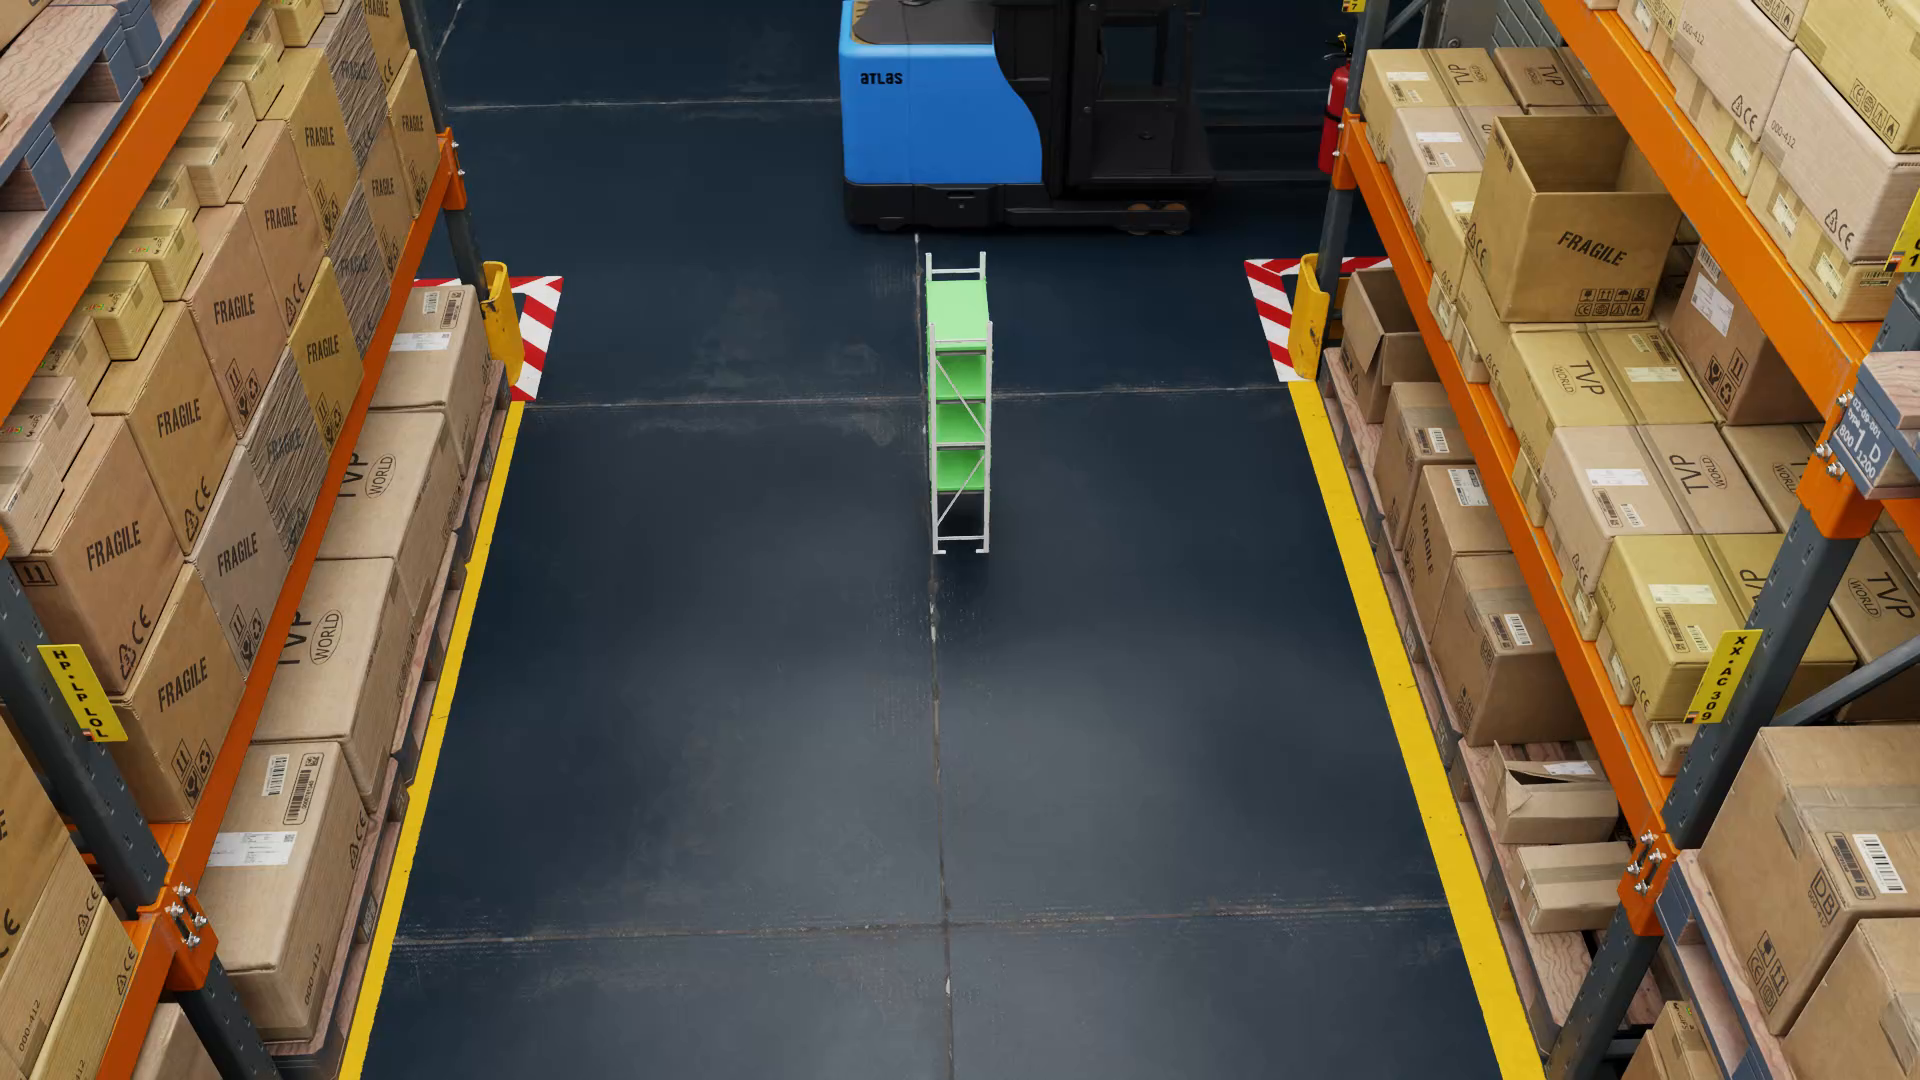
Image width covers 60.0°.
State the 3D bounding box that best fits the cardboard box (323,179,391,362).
[{"bbox_3d":[-2.416,-0.956,5.999,0.500,0.500,0.500,-1,43,-1],"label":"cardboard box"}]

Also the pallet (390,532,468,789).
[{"bbox_3d":[-2.578,0.464,6.588,1.003,0.211,1.213,-2,43,-2],"label":"pallet"}]

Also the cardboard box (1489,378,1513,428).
[{"bbox_3d":[2.076,-0.526,5.790,0.380,0.149,0.250,-2,43,-2],"label":"cardboard box"}]

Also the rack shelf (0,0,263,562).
[{"bbox_3d":[-7.605,-0.719,5.237,10.987,1.870,4.000,-2,43,-2],"label":"rack shelf"}]

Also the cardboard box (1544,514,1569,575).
[{"bbox_3d":[2.072,-0.011,5.228,0.380,0.149,0.250,-1,43,-1],"label":"cardboard box"}]

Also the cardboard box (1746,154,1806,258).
[{"bbox_3d":[2.072,-0.781,3.848,0.380,0.149,0.250,-2,43,-2],"label":"cardboard box"}]

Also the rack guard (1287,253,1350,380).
[{"bbox_3d":[2.223,-1.096,8.075,1.175,0.500,0.348,-2,43,-2],"label":"rack guard"}]

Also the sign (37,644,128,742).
[{"bbox_3d":[-2.027,0.357,3.842,0.100,0.325,0.005,-2,43,-2],"label":"sign"}]

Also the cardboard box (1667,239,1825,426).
[{"bbox_3d":[2.593,-0.712,5.143,0.500,0.500,0.500,-3,43,-3],"label":"cardboard box"}]

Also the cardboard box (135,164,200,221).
[{"bbox_3d":[-2.427,-0.949,4.772,0.380,0.149,0.250,-2,43,-2],"label":"cardboard box"}]

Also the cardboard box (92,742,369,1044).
[{"bbox_3d":[-2.488,1.140,5.372,0.875,0.438,0.875,-2,43,-2],"label":"cardboard box"}]

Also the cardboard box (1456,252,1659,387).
[{"bbox_3d":[2.060,-0.782,5.774,0.500,0.250,0.500,-3,43,-3],"label":"cardboard box"}]

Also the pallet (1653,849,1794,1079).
[{"bbox_3d":[2.315,1.245,3.814,1.003,0.211,1.213,-2,43,-2],"label":"pallet"}]

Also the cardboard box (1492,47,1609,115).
[{"bbox_3d":[2.505,-1.820,6.906,0.500,0.250,0.500,0,43,-1],"label":"cardboard box"}]

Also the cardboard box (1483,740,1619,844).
[{"bbox_3d":[2.058,0.876,5.787,0.396,0.266,0.258,0,43,0],"label":"cardboard box"}]

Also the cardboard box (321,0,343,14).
[{"bbox_3d":[-2.394,-1.989,5.906,0.380,0.149,0.250,-2,43,-2],"label":"cardboard box"}]

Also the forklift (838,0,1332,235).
[{"bbox_3d":[-2.885,-2.544,7.922,10.579,2.843,2.598,0,43,-1],"label":"forklift"}]

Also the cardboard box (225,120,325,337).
[{"bbox_3d":[-2.392,-0.985,5.291,0.500,0.500,0.500,-2,43,-2],"label":"cardboard box"}]

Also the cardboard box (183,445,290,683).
[{"bbox_3d":[-2.345,0.076,4.873,0.500,0.500,0.500,-1,43,-2],"label":"cardboard box"}]

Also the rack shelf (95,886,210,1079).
[{"bbox_3d":[-2.484,2.392,2.953,1.077,0.370,4.000,-2,43,-2],"label":"rack shelf"}]

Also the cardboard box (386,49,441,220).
[{"bbox_3d":[-2.454,-1.642,6.748,0.500,0.500,0.500,-1,43,-2],"label":"cardboard box"}]

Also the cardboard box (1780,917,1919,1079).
[{"bbox_3d":[2.209,1.123,3.420,0.700,0.500,0.500,-1,43,-1],"label":"cardboard box"}]

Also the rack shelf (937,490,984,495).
[{"bbox_3d":[-0.007,-0.351,7.153,0.199,0.029,0.442,-2,43,-2],"label":"rack shelf"}]

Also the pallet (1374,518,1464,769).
[{"bbox_3d":[2.307,0.371,6.690,1.003,0.211,1.213,-2,43,-2],"label":"pallet"}]

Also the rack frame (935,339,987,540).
[{"bbox_3d":[0.004,-0.389,6.787,0.228,1.046,0.006,-2,43,-2],"label":"rack frame"}]

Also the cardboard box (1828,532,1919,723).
[{"bbox_3d":[2.601,2.856,1.620,0.659,0.500,8.552,0,43,0],"label":"cardboard box"}]

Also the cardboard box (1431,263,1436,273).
[{"bbox_3d":[2.029,-1.048,6.359,0.380,0.149,0.250,-1,43,-1],"label":"cardboard box"}]

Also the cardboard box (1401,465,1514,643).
[{"bbox_3d":[2.071,0.052,6.513,0.500,0.500,0.500,-1,43,-1],"label":"cardboard box"}]

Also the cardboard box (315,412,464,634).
[{"bbox_3d":[-2.564,-0.074,6.696,0.875,0.438,0.875,-1,43,-1],"label":"cardboard box"}]

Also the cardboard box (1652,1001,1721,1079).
[{"bbox_3d":[2.139,1.409,4.552,0.380,0.149,0.250,0,43,0],"label":"cardboard box"}]

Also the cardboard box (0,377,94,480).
[{"bbox_3d":[-2.350,-0.261,4.021,0.380,0.149,0.250,-1,43,-1],"label":"cardboard box"}]

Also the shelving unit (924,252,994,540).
[{"bbox_3d":[-6.231,2.361,3.786,13.061,1.200,8.595,-2,43,-2],"label":"shelving unit"}]

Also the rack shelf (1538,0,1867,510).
[{"bbox_3d":[2.305,-1.559,5.043,1.077,0.370,4.000,-2,43,-2],"label":"rack shelf"}]

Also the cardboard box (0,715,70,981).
[{"bbox_3d":[-2.299,0.666,3.490,0.500,0.500,0.500,0,43,0],"label":"cardboard box"}]

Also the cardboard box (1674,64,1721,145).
[{"bbox_3d":[2.064,-1.128,4.227,0.380,0.149,0.250,-2,43,-2],"label":"cardboard box"}]

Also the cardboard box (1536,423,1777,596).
[{"bbox_3d":[2.089,-0.097,5.027,0.500,0.250,0.500,-2,43,-2],"label":"cardboard box"}]

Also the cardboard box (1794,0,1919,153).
[{"bbox_3d":[2.128,-1.046,3.473,0.500,0.250,0.500,-2,43,-2],"label":"cardboard box"}]

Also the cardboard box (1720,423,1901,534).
[{"bbox_3d":[2.610,-0.103,5.033,0.500,0.250,0.500,-2,43,-2],"label":"cardboard box"}]

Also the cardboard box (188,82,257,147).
[{"bbox_3d":[-2.422,-1.294,5.148,0.380,0.149,0.250,0,43,0],"label":"cardboard box"}]
